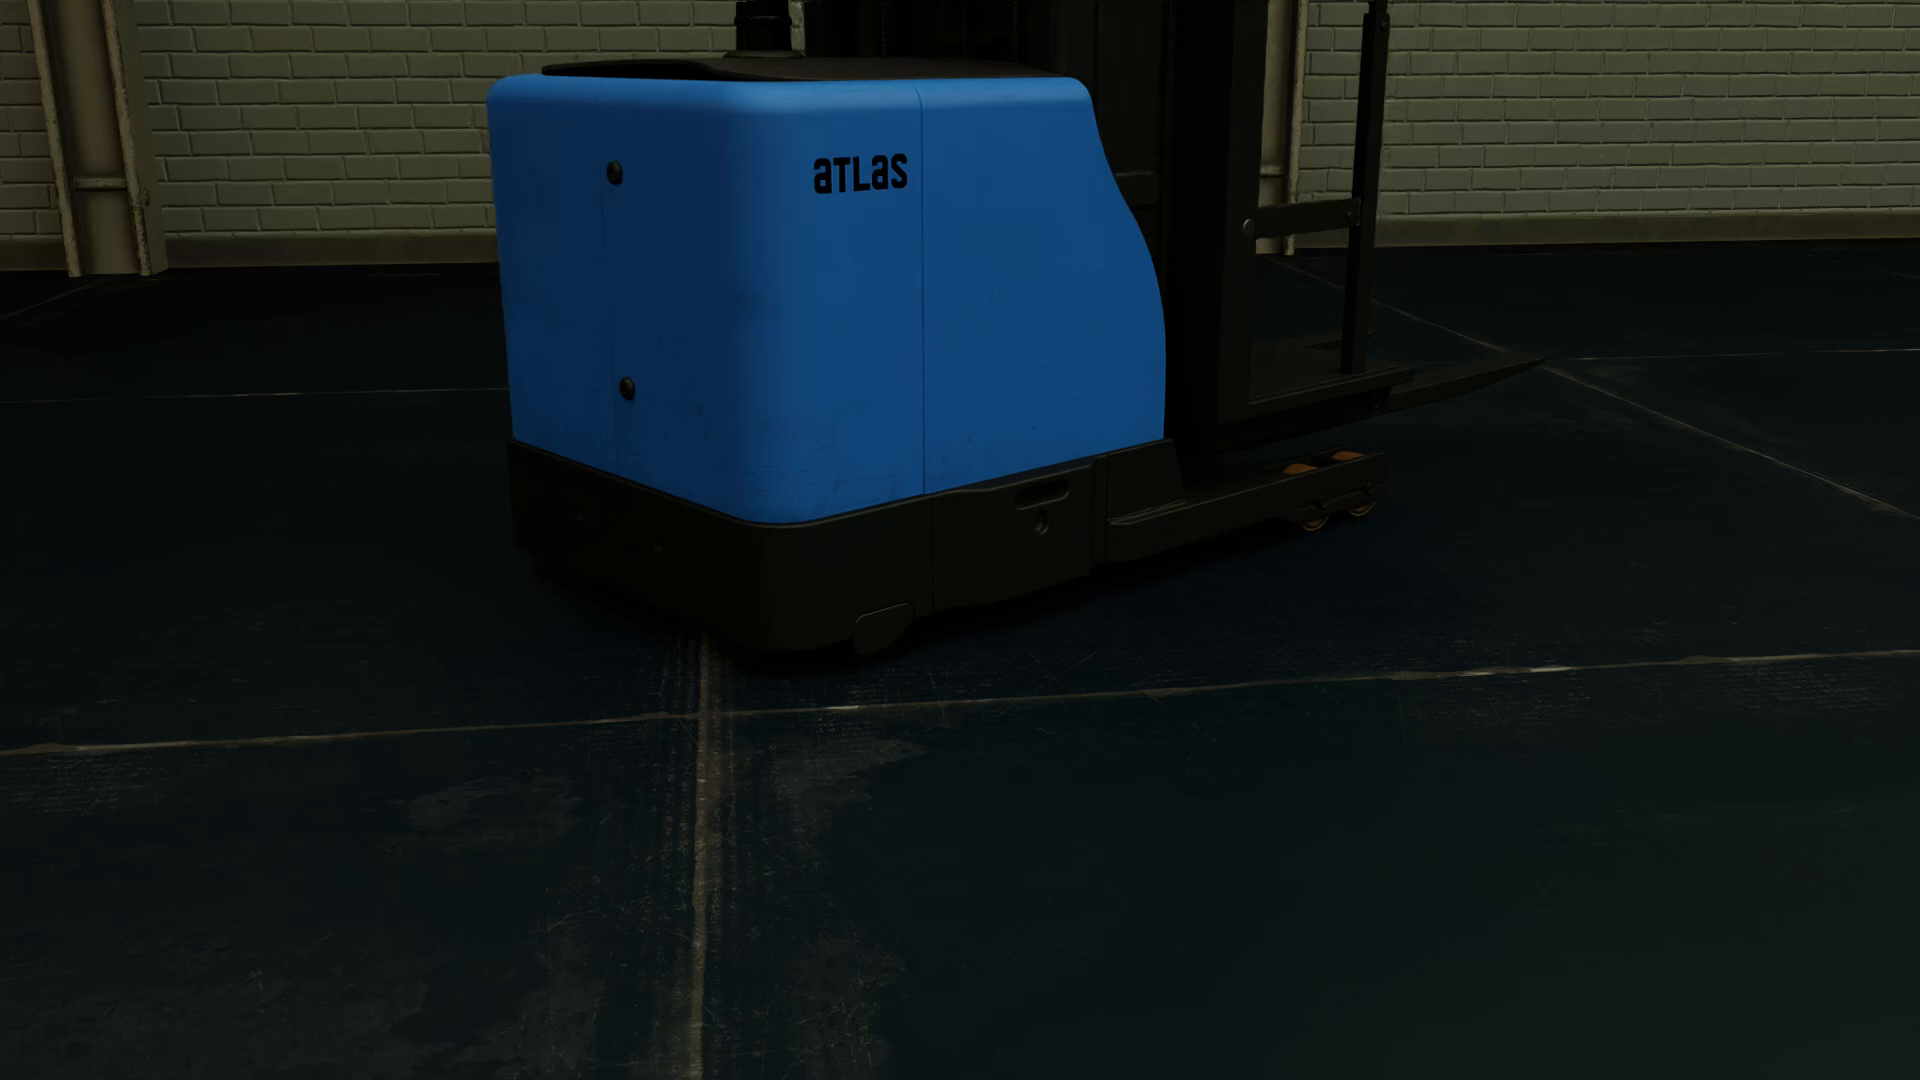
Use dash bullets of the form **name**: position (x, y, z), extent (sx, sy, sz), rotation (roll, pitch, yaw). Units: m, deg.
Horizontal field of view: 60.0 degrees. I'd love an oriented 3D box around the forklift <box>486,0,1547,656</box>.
- **forklift**: position (0.434, -1.522, 3.936), extent (3.031, 2.935, 1.130), rotation (-15, 22, -40)
